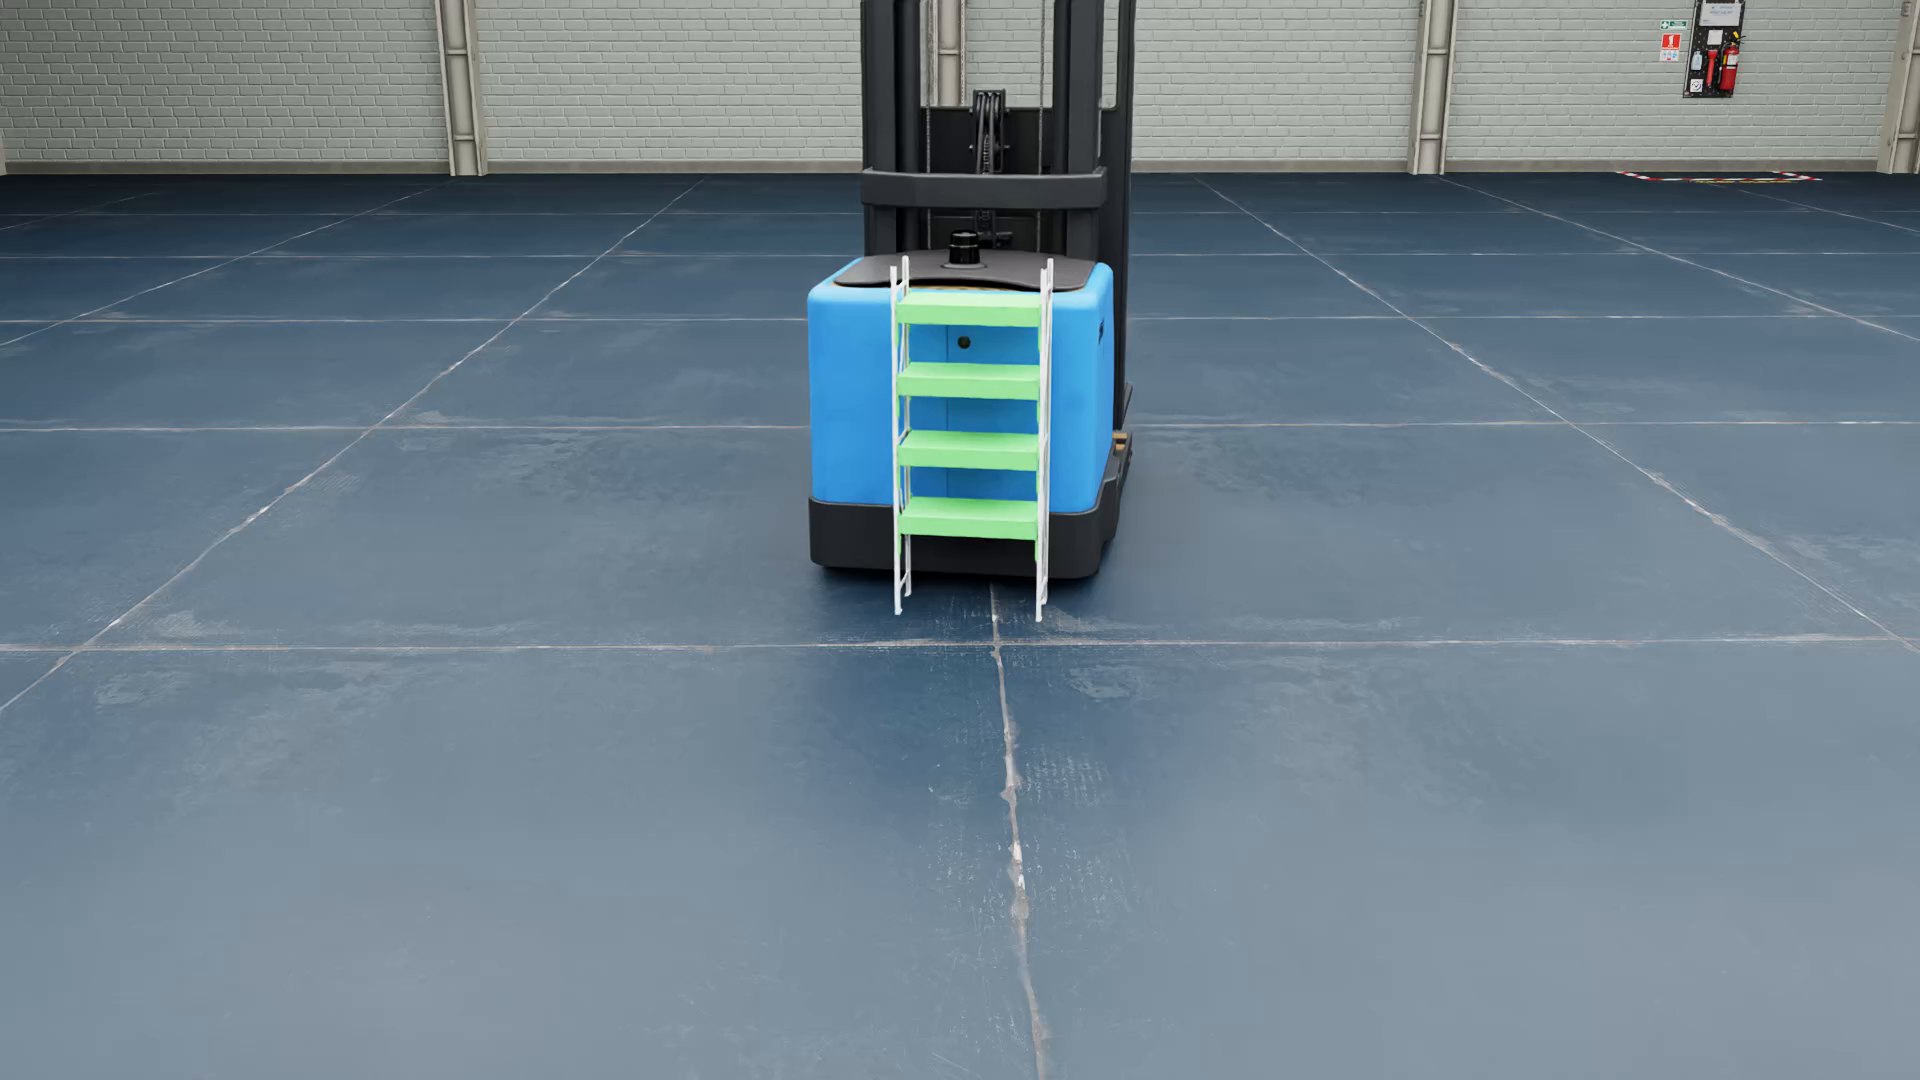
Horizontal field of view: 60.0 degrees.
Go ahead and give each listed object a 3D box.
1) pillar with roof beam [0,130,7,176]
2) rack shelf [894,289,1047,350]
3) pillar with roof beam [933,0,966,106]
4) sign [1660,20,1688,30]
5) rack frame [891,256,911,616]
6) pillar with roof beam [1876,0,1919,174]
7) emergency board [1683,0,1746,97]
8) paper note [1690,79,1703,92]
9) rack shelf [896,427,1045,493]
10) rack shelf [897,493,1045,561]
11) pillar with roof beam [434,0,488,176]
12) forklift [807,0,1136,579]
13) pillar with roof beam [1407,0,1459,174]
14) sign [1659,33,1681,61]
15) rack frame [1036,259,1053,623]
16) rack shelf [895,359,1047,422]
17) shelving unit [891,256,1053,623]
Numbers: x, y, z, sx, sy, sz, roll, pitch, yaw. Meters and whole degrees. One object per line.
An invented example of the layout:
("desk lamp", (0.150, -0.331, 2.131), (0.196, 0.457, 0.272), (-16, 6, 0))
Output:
("pillar with roof beam", (-12.064, -7.511, 15.231), (0.400, 9.000, 9.100), (0, 18, -1))
("rack shelf", (0.042, -0.733, 5.505), (0.480, 0.148, 0.258), (3, 18, 8))
("pillar with roof beam", (-0.065, -7.569, 15.411), (0.400, 9.000, 9.100), (0, 18, -1))
("sign", (8.844, -6.381, 20.601), (0.331, 0.109, 0.001), (0, 18, -1))
("rack frame", (-0.199, -0.347, 5.665), (0.015, 1.200, 0.240), (3, 18, 8))
("pillar with roof beam", (11.933, -7.627, 15.592), (0.400, 9.000, 9.100), (0, 18, -1))
("emergency board", (9.394, -6.085, 20.606), (0.643, 1.169, 0.194), (0, 18, -1))
("paper note", (9.215, -5.686, 20.804), (0.142, 0.148, 0.016), (0, 18, -1))
("rack shelf", (0.042, -0.276, 5.651), (0.480, 0.148, 0.258), (3, 18, 8))
("rack shelf", (0.042, -0.047, 5.725), (0.480, 0.148, 0.258), (3, 18, 8))
("pillar with roof beam", (-6.065, -7.540, 15.321), (0.400, 9.000, 9.100), (0, 18, -1))
("forklift", (0.186, -1.667, 6.945), (1.130, 2.935, 3.031), (3, 18, 8))
("pillar with roof beam", (5.934, -7.598, 15.502), (0.400, 9.000, 9.100), (0, 18, -1))
("sign", (8.839, -6.131, 20.691), (0.234, 0.329, 0.001), (0, 18, -1))
("rack frame", (0.284, -0.326, 5.599), (0.015, 1.200, 0.240), (3, 18, 8))
("rack shelf", (0.042, -0.504, 5.578), (0.480, 0.148, 0.258), (3, 18, 8))
("shelving unit", (0.042, -0.336, 5.632), (0.503, 1.200, 0.258), (3, 18, 8))
